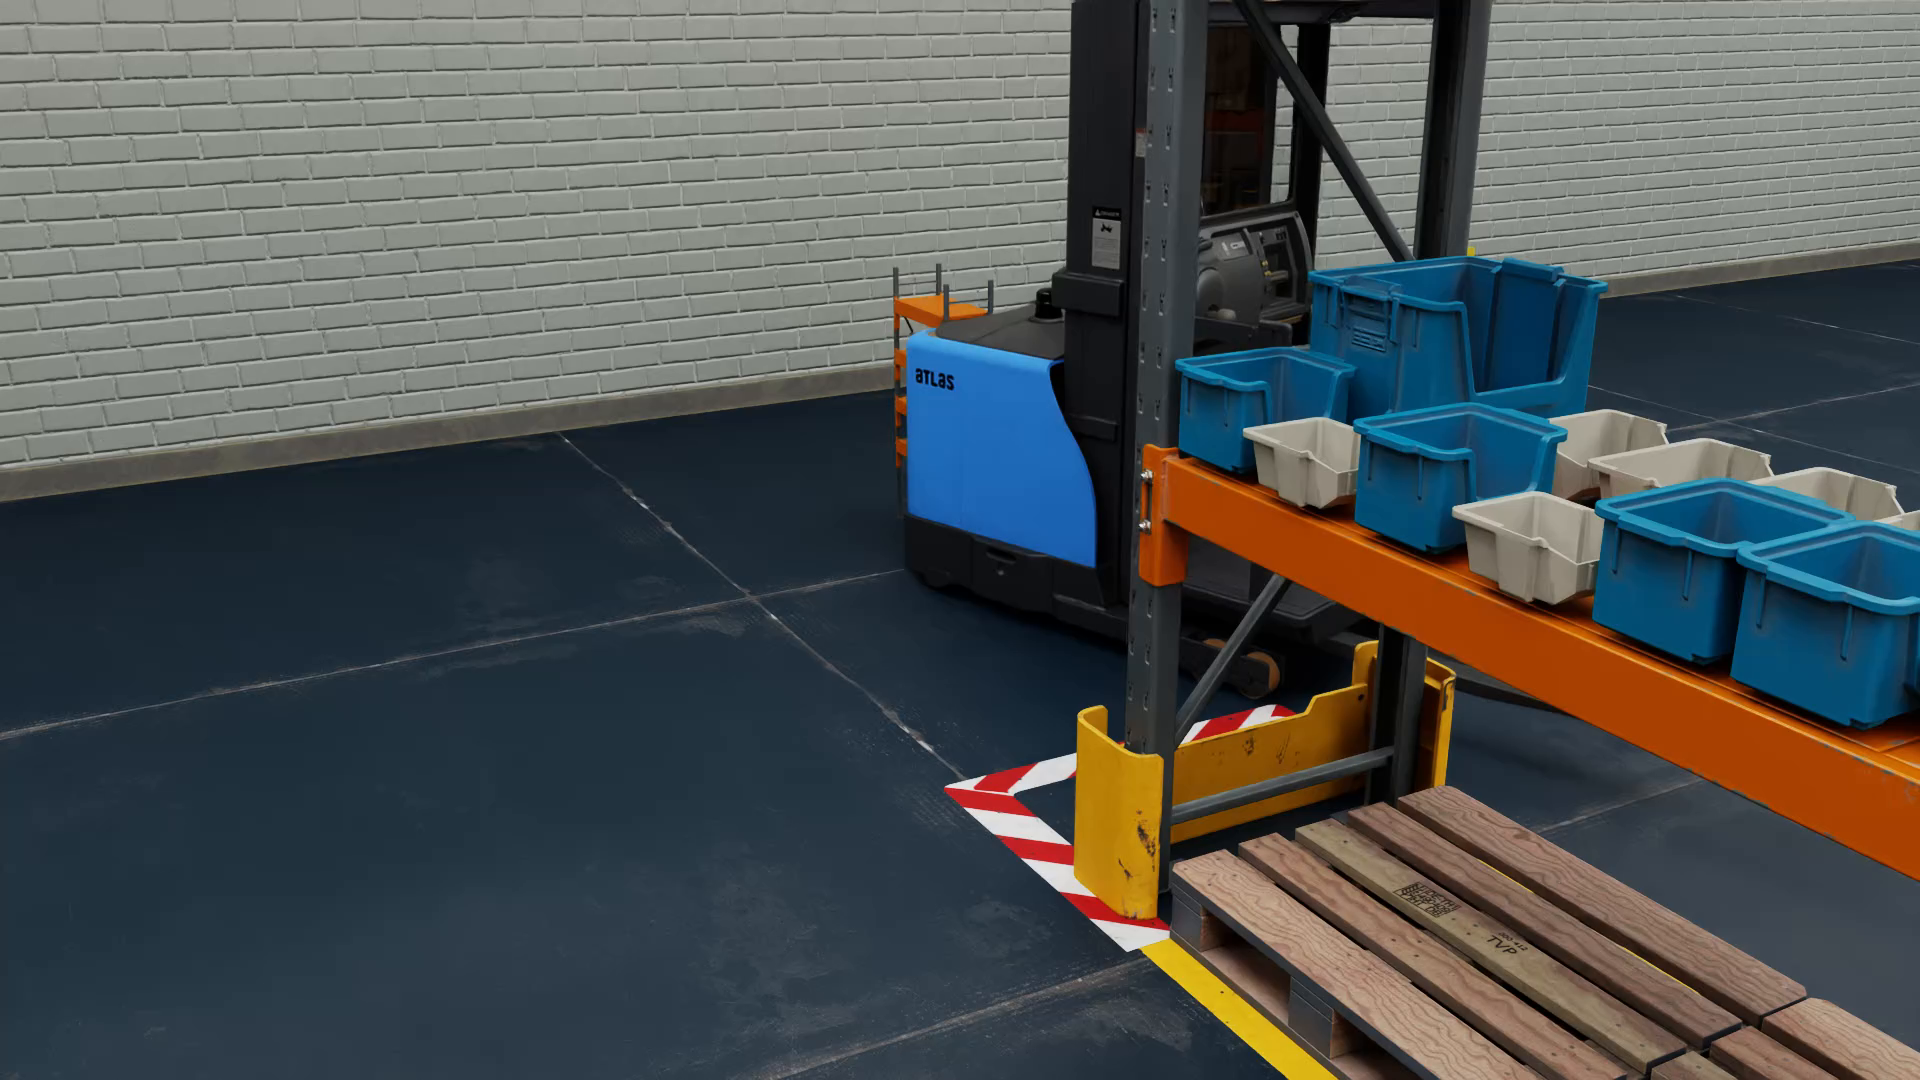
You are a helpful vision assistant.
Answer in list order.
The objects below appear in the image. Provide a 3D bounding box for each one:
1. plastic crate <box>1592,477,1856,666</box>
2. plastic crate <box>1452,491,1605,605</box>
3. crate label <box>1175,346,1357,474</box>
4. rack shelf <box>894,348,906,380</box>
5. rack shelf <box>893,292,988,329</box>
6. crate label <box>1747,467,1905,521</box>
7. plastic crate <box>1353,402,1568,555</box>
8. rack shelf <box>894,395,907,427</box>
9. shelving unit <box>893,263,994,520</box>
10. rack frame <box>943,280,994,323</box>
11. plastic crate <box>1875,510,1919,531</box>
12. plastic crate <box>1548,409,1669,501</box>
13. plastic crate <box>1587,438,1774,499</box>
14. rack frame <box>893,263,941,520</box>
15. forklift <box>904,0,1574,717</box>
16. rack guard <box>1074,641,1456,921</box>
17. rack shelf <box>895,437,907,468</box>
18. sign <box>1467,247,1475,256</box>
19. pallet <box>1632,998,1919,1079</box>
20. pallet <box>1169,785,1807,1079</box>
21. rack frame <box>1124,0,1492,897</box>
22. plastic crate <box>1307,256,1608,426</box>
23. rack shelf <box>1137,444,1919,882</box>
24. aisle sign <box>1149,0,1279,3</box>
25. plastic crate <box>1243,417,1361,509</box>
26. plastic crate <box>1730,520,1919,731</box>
[{"bbox_3d":[1.378,0.056,3.035,0.416,0.233,0.300,-10,21,-27],"label":"plastic crate"},{"bbox_3d":[1.154,0.023,3.278,0.250,0.136,0.298,-10,21,-27],"label":"plastic crate"},{"bbox_3d":[0.753,-0.322,4.131,0.416,0.233,0.303,-10,21,-27],"label":"crate label"},{"bbox_3d":[-0.079,-0.763,7.522,0.258,0.148,0.480,-10,21,-27],"label":"rack shelf"},{"bbox_3d":[-0.079,-0.986,7.445,0.258,0.148,0.480,-10,21,-27],"label":"rack shelf"},{"bbox_3d":[1.750,-0.031,3.434,0.396,0.136,0.243,-10,21,-27],"label":"crate label"},{"bbox_3d":[1.065,-0.133,3.583,0.416,0.233,0.300,-10,21,-27],"label":"plastic crate"},{"bbox_3d":[-0.079,-0.551,7.595,0.258,0.148,0.480,-10,21,-27],"label":"rack shelf"},{"bbox_3d":[-0.079,-0.615,7.573,0.258,1.200,0.503,-10,21,-27],"label":"shelving unit"},{"bbox_3d":[0.037,-0.545,7.370,0.240,1.200,0.015,-10,21,-27],"label":"rack frame"},{"bbox_3d":[1.907,0.051,3.196,0.298,0.136,0.250,-10,21,-27],"label":"plastic crate"},{"bbox_3d":[1.472,-0.192,3.902,0.396,0.136,0.243,-10,21,-27],"label":"plastic crate"},{"bbox_3d":[1.597,-0.107,3.655,0.396,0.136,0.243,-10,21,-27],"label":"plastic crate"},{"bbox_3d":[-0.194,-0.685,7.776,0.240,1.200,0.015,-10,21,-27],"label":"rack frame"},{"bbox_3d":[1.193,-1.007,6.056,3.031,2.935,1.130,16,25,39],"label":"forklift"},{"bbox_3d":[0.902,0.682,4.888,1.175,0.500,0.348,-10,21,-27],"label":"rack guard"},{"bbox_3d":[-0.079,-0.363,7.660,0.258,0.148,0.480,-10,21,-27],"label":"rack shelf"},{"bbox_3d":[1.401,-0.662,4.700,0.100,0.325,0.005,-10,21,-27],"label":"sign"},{"bbox_3d":[1.858,1.416,3.204,1.003,0.211,1.213,-10,21,-27],"label":"pallet"},{"bbox_3d":[1.282,1.066,4.218,1.003,0.211,1.213,-10,21,-27],"label":"pallet"},{"bbox_3d":[0.925,-0.495,4.466,1.000,3.000,0.127,-10,21,-27],"label":"rack frame"},{"bbox_3d":[1.248,-0.473,4.256,0.616,0.435,0.499,-10,21,-27],"label":"plastic crate"},{"bbox_3d":[1.875,0.420,2.920,1.077,0.370,4.000,-10,21,-27],"label":"rack shelf"},{"bbox_3d":[0.629,-1.698,3.969,0.394,0.787,0.004,-10,21,-27],"label":"aisle sign"},{"bbox_3d":[0.832,-0.172,3.842,0.250,0.136,0.298,-10,21,-27],"label":"plastic crate"},{"bbox_3d":[1.520,0.142,2.786,0.416,0.233,0.300,-10,21,-27],"label":"plastic crate"}]
